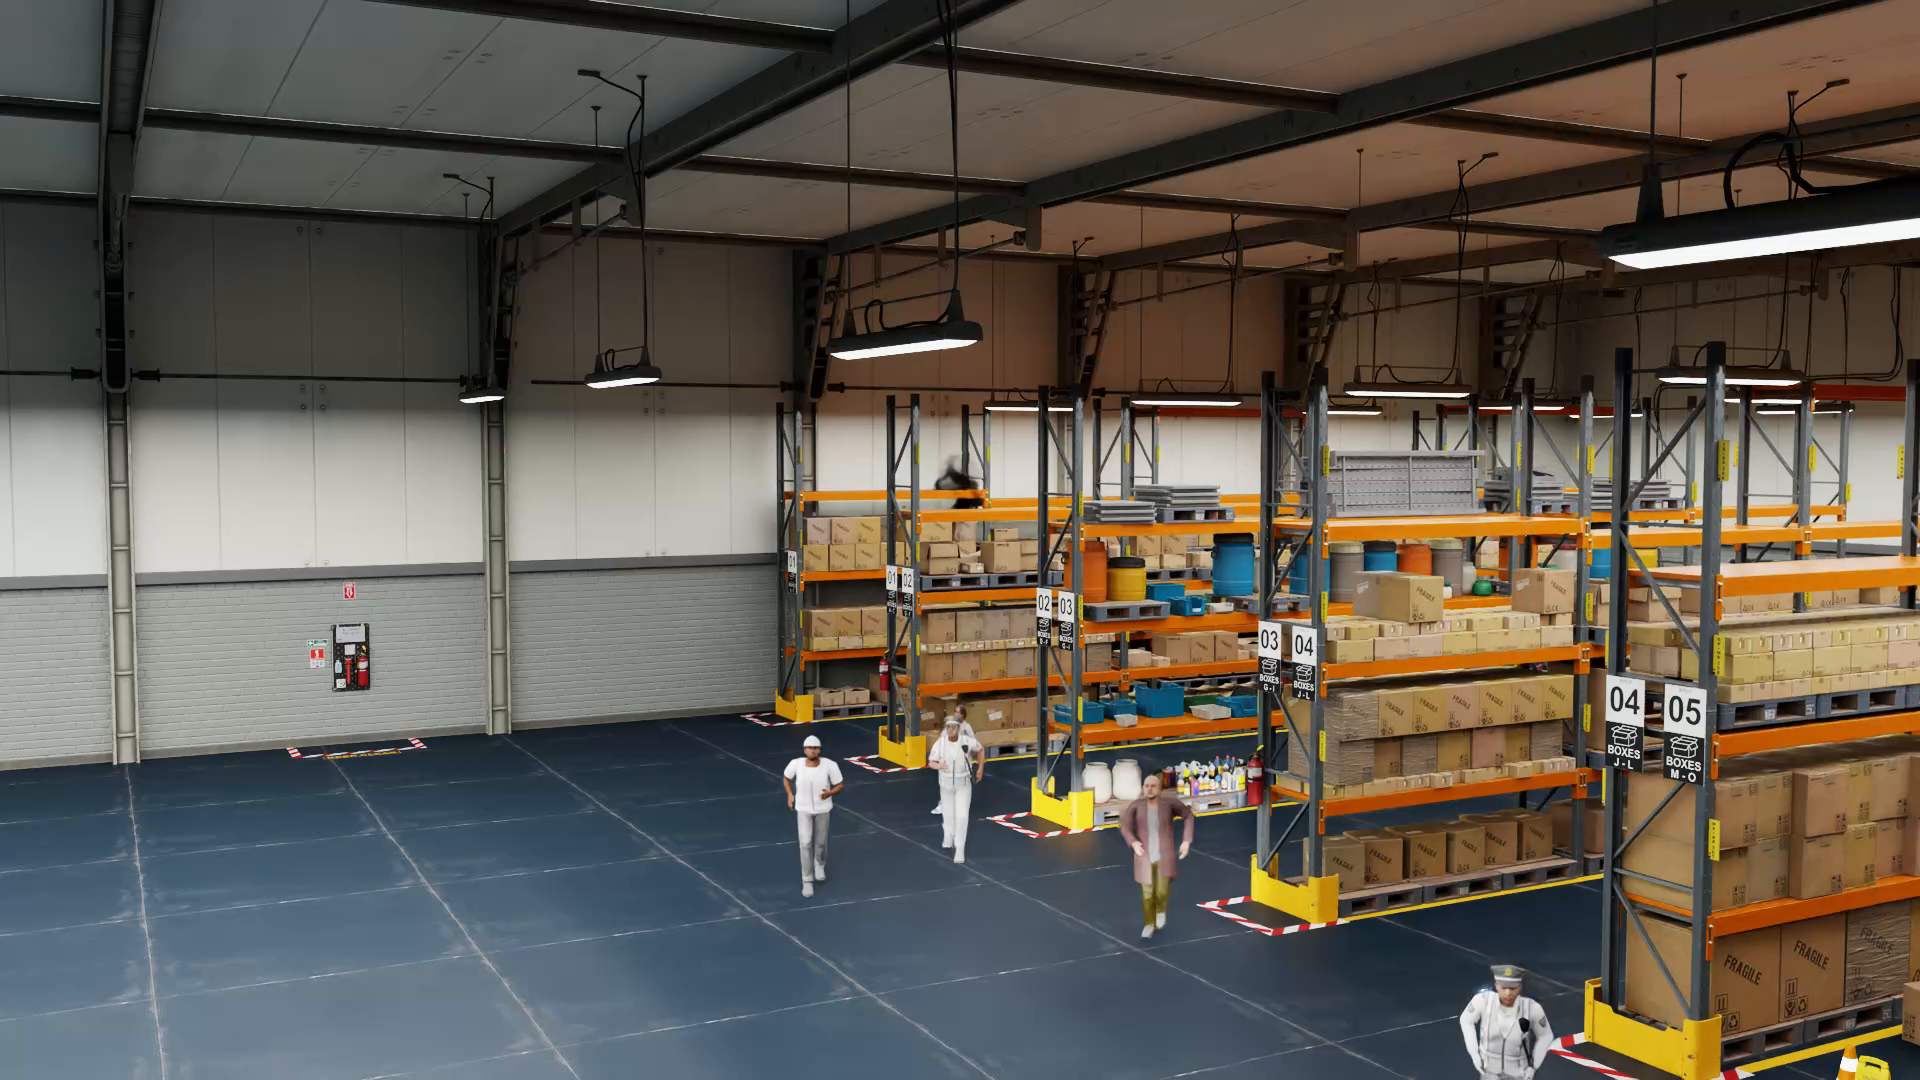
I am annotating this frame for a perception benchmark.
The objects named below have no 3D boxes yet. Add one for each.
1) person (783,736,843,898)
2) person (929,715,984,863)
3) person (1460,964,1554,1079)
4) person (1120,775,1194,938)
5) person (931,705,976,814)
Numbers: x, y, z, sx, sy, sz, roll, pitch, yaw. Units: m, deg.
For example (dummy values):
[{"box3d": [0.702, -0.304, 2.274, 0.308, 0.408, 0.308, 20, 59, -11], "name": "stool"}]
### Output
[{"box3d": [-1.708, 3.163, 19.352, 0.701, 1.791, 0.849, 0, 3, -5], "name": "person"}, {"box3d": [-0.046, 3.102, 20.939, 0.672, 1.843, 0.925, 0, 3, 8], "name": "person"}, {"box3d": [3.805, 3.693, 11.589, 0.622, 1.656, 0.944, 1, 4, 24], "name": "person"}, {"box3d": [2.037, 3.318, 17.311, 0.742, 1.739, 0.759, 1, 3, 14], "name": "person"}, {"box3d": [-0.053, 3.076, 23.390, 0.583, 1.527, 0.599, 2, 4, 28], "name": "person"}]
